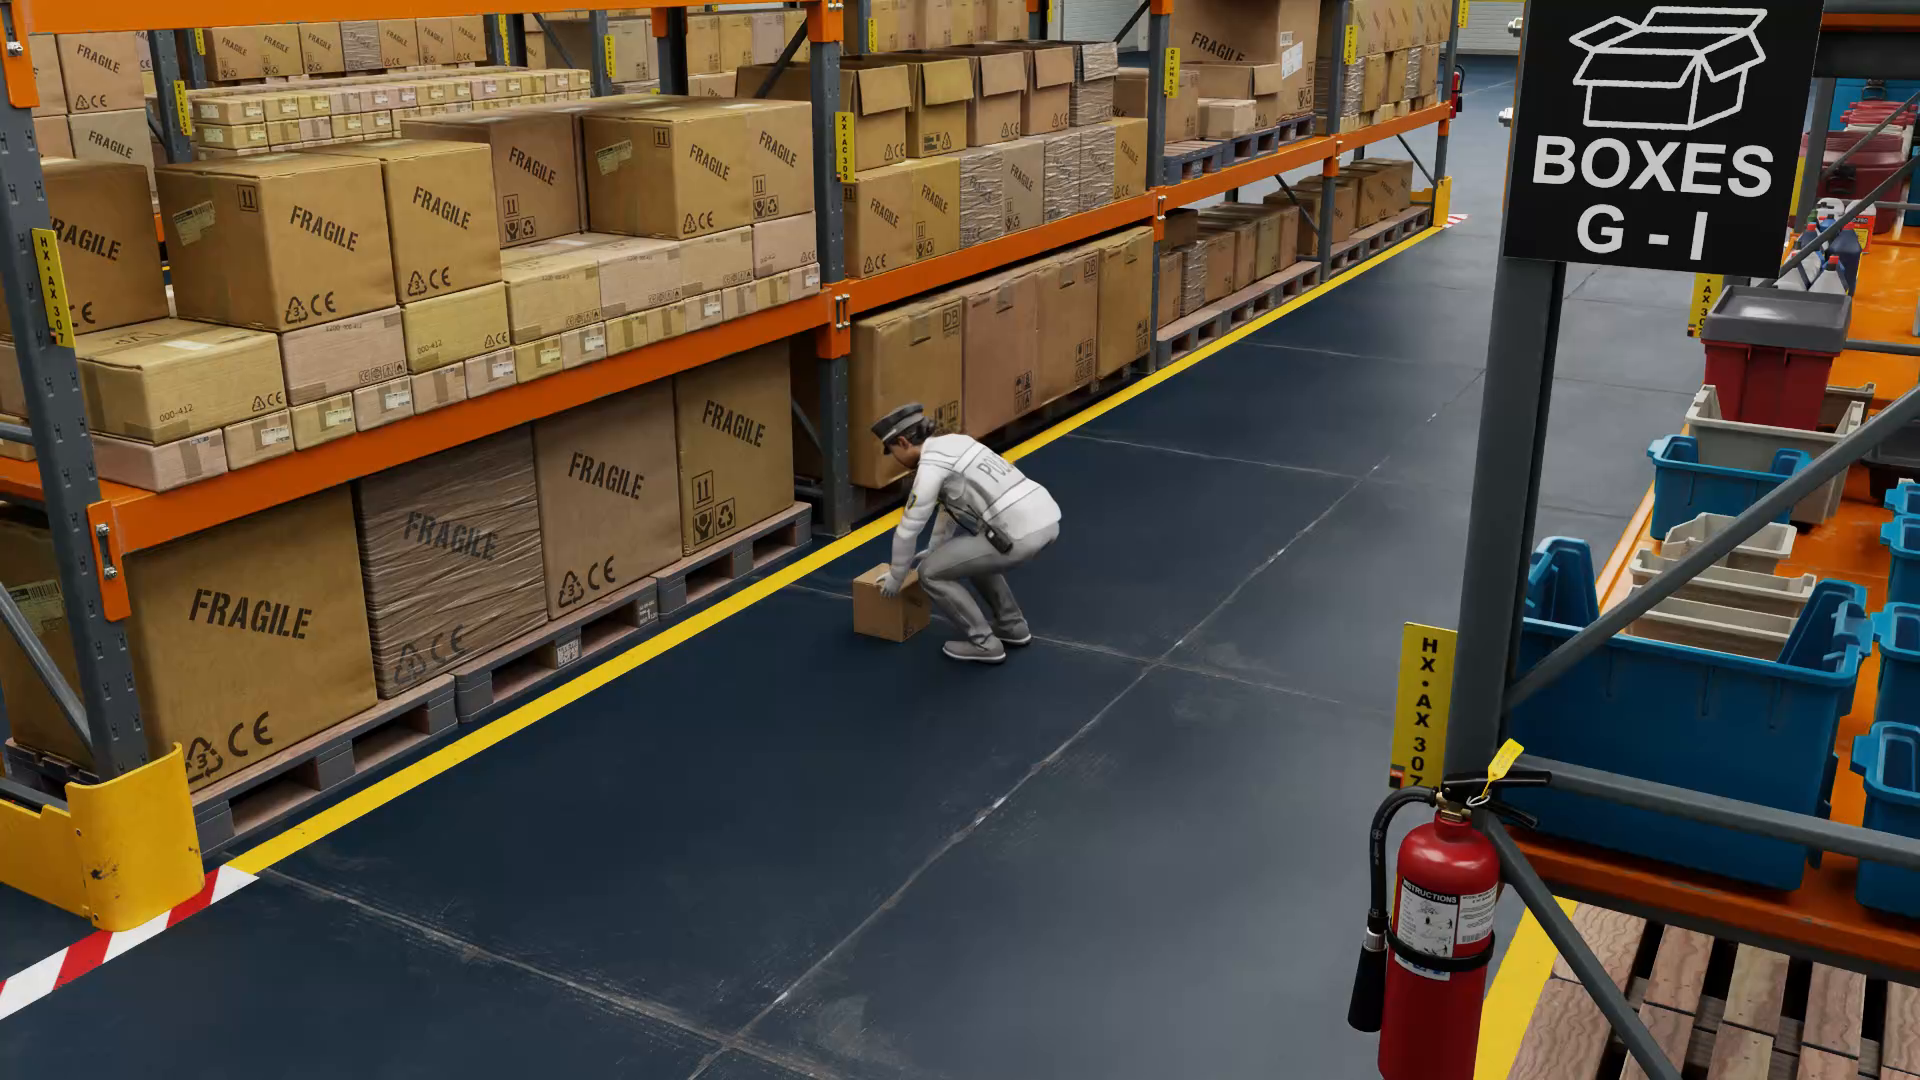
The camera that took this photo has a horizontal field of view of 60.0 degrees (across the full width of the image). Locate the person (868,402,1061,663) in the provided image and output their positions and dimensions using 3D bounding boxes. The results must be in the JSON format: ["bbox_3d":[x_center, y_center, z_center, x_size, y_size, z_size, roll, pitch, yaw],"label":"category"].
[{"bbox_3d":[0.003,-0.039,7.066,0.827,1.075,0.506,11,22,27],"label":"person"}]
